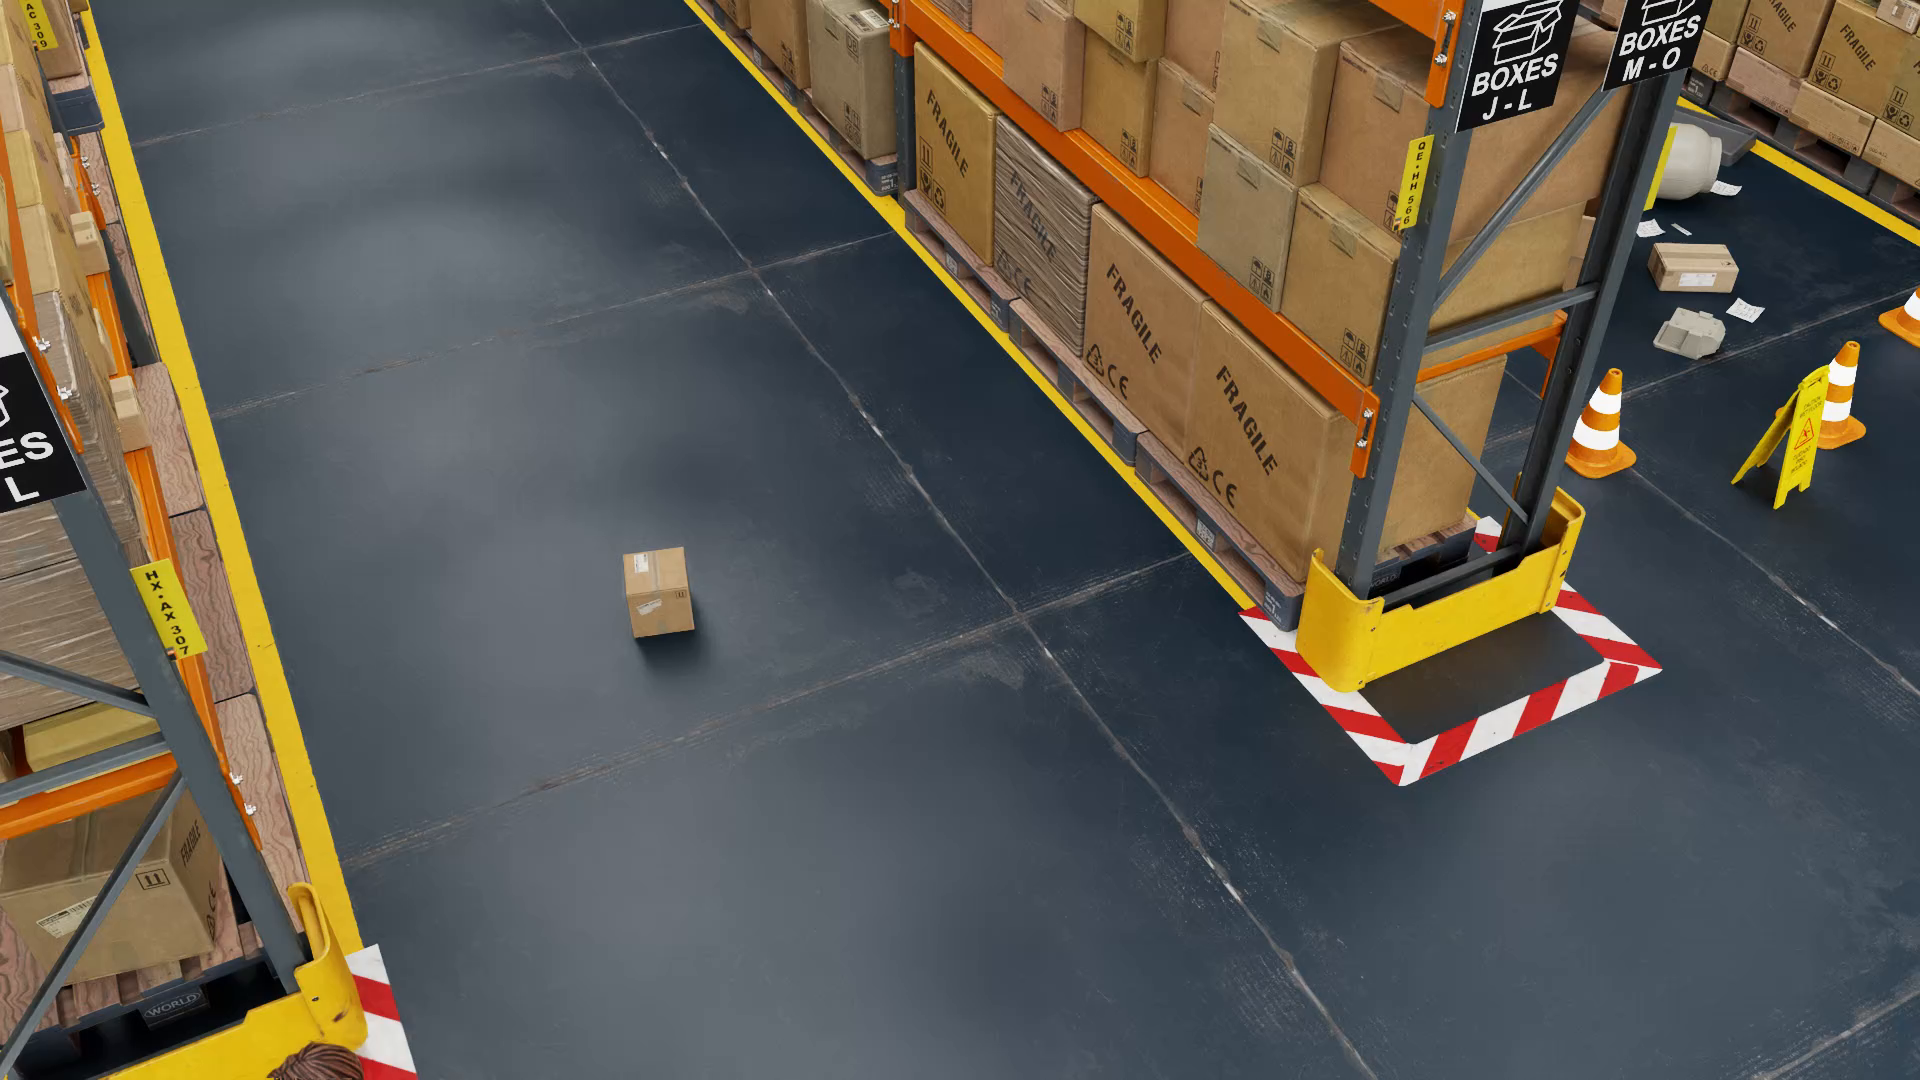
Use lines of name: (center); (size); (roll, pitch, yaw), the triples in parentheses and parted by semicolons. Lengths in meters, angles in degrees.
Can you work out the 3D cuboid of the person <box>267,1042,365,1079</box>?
person: (-1.390, 1.706, 4.259); (0.466, 1.558, 0.775); (30, 50, 29)
